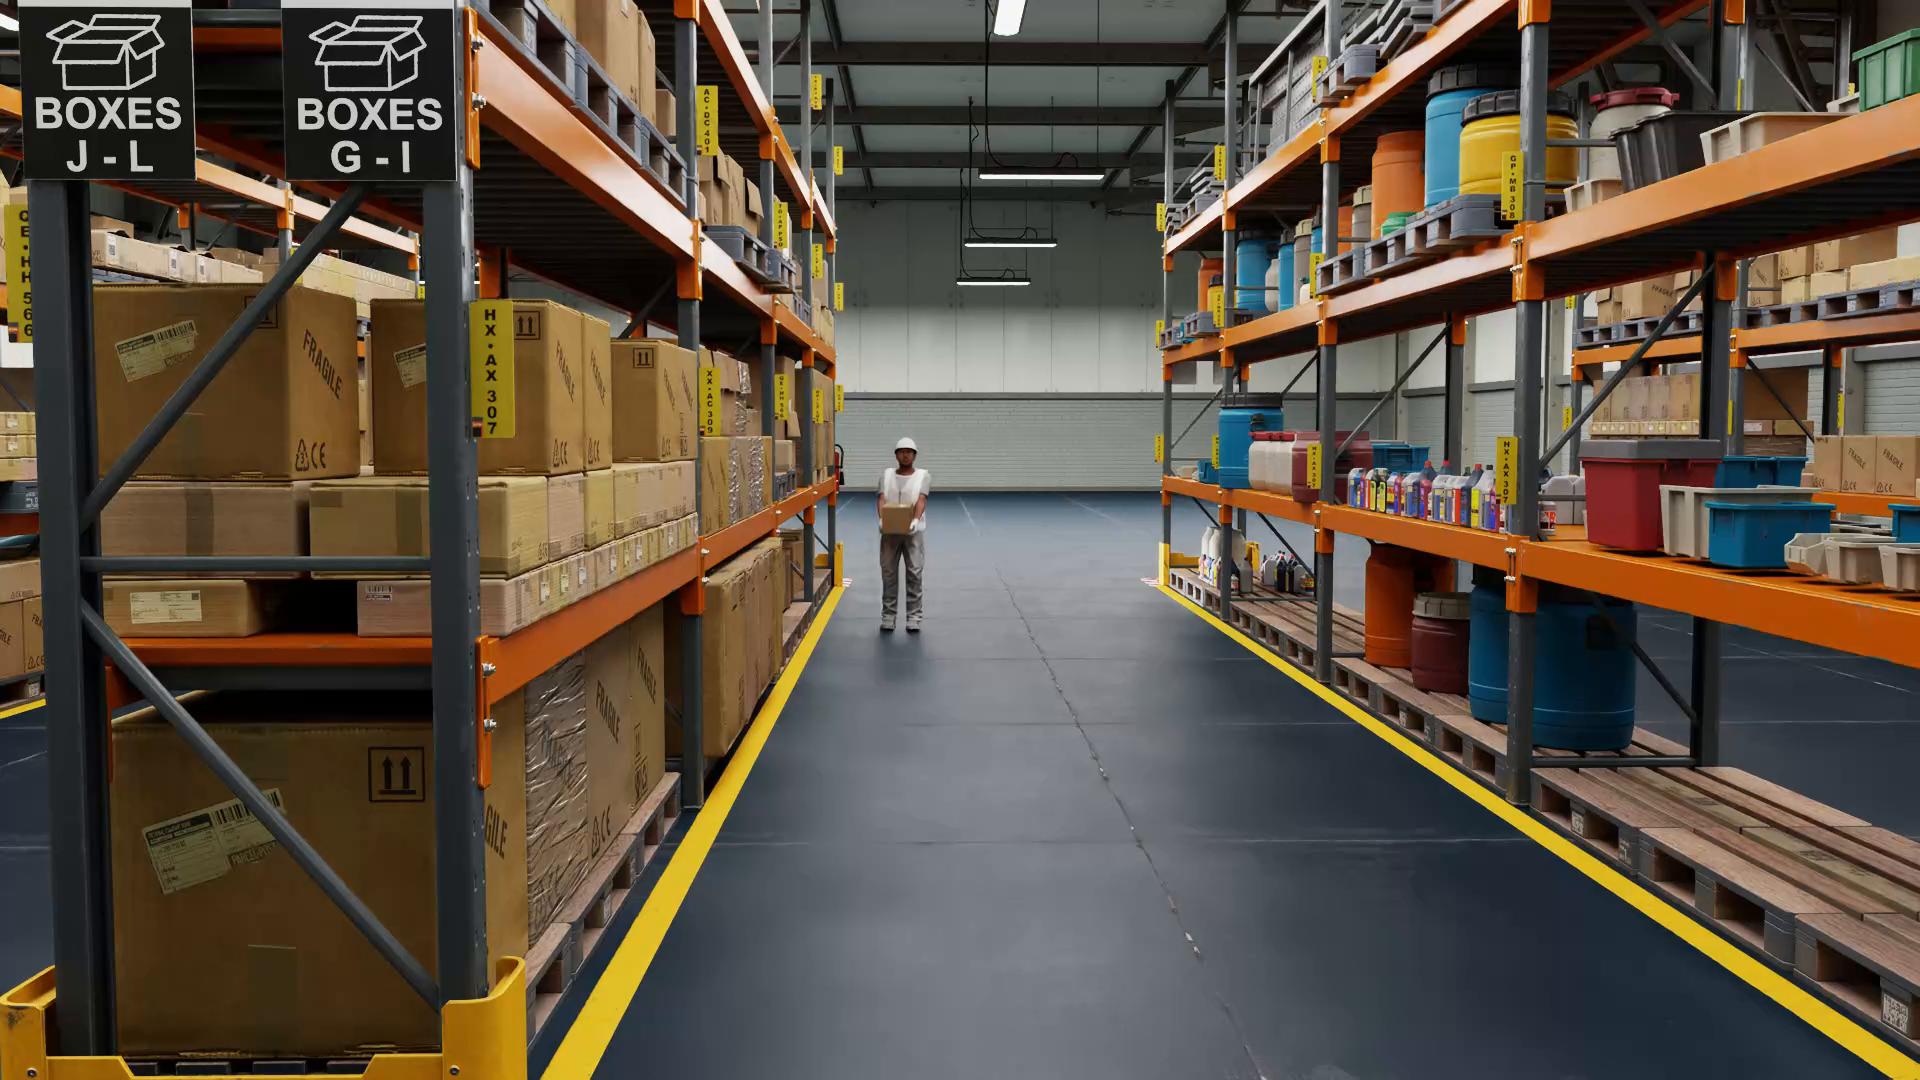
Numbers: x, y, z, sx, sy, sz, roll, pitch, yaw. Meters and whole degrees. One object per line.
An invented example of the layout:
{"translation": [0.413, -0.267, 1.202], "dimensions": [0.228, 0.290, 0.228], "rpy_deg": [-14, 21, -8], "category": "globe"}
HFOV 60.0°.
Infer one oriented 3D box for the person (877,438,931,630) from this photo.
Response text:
{"translation": [-0.529, -0.052, 15.369], "dimensions": [0.488, 1.778, 0.574], "rpy_deg": [0, 4, 7], "category": "person"}
